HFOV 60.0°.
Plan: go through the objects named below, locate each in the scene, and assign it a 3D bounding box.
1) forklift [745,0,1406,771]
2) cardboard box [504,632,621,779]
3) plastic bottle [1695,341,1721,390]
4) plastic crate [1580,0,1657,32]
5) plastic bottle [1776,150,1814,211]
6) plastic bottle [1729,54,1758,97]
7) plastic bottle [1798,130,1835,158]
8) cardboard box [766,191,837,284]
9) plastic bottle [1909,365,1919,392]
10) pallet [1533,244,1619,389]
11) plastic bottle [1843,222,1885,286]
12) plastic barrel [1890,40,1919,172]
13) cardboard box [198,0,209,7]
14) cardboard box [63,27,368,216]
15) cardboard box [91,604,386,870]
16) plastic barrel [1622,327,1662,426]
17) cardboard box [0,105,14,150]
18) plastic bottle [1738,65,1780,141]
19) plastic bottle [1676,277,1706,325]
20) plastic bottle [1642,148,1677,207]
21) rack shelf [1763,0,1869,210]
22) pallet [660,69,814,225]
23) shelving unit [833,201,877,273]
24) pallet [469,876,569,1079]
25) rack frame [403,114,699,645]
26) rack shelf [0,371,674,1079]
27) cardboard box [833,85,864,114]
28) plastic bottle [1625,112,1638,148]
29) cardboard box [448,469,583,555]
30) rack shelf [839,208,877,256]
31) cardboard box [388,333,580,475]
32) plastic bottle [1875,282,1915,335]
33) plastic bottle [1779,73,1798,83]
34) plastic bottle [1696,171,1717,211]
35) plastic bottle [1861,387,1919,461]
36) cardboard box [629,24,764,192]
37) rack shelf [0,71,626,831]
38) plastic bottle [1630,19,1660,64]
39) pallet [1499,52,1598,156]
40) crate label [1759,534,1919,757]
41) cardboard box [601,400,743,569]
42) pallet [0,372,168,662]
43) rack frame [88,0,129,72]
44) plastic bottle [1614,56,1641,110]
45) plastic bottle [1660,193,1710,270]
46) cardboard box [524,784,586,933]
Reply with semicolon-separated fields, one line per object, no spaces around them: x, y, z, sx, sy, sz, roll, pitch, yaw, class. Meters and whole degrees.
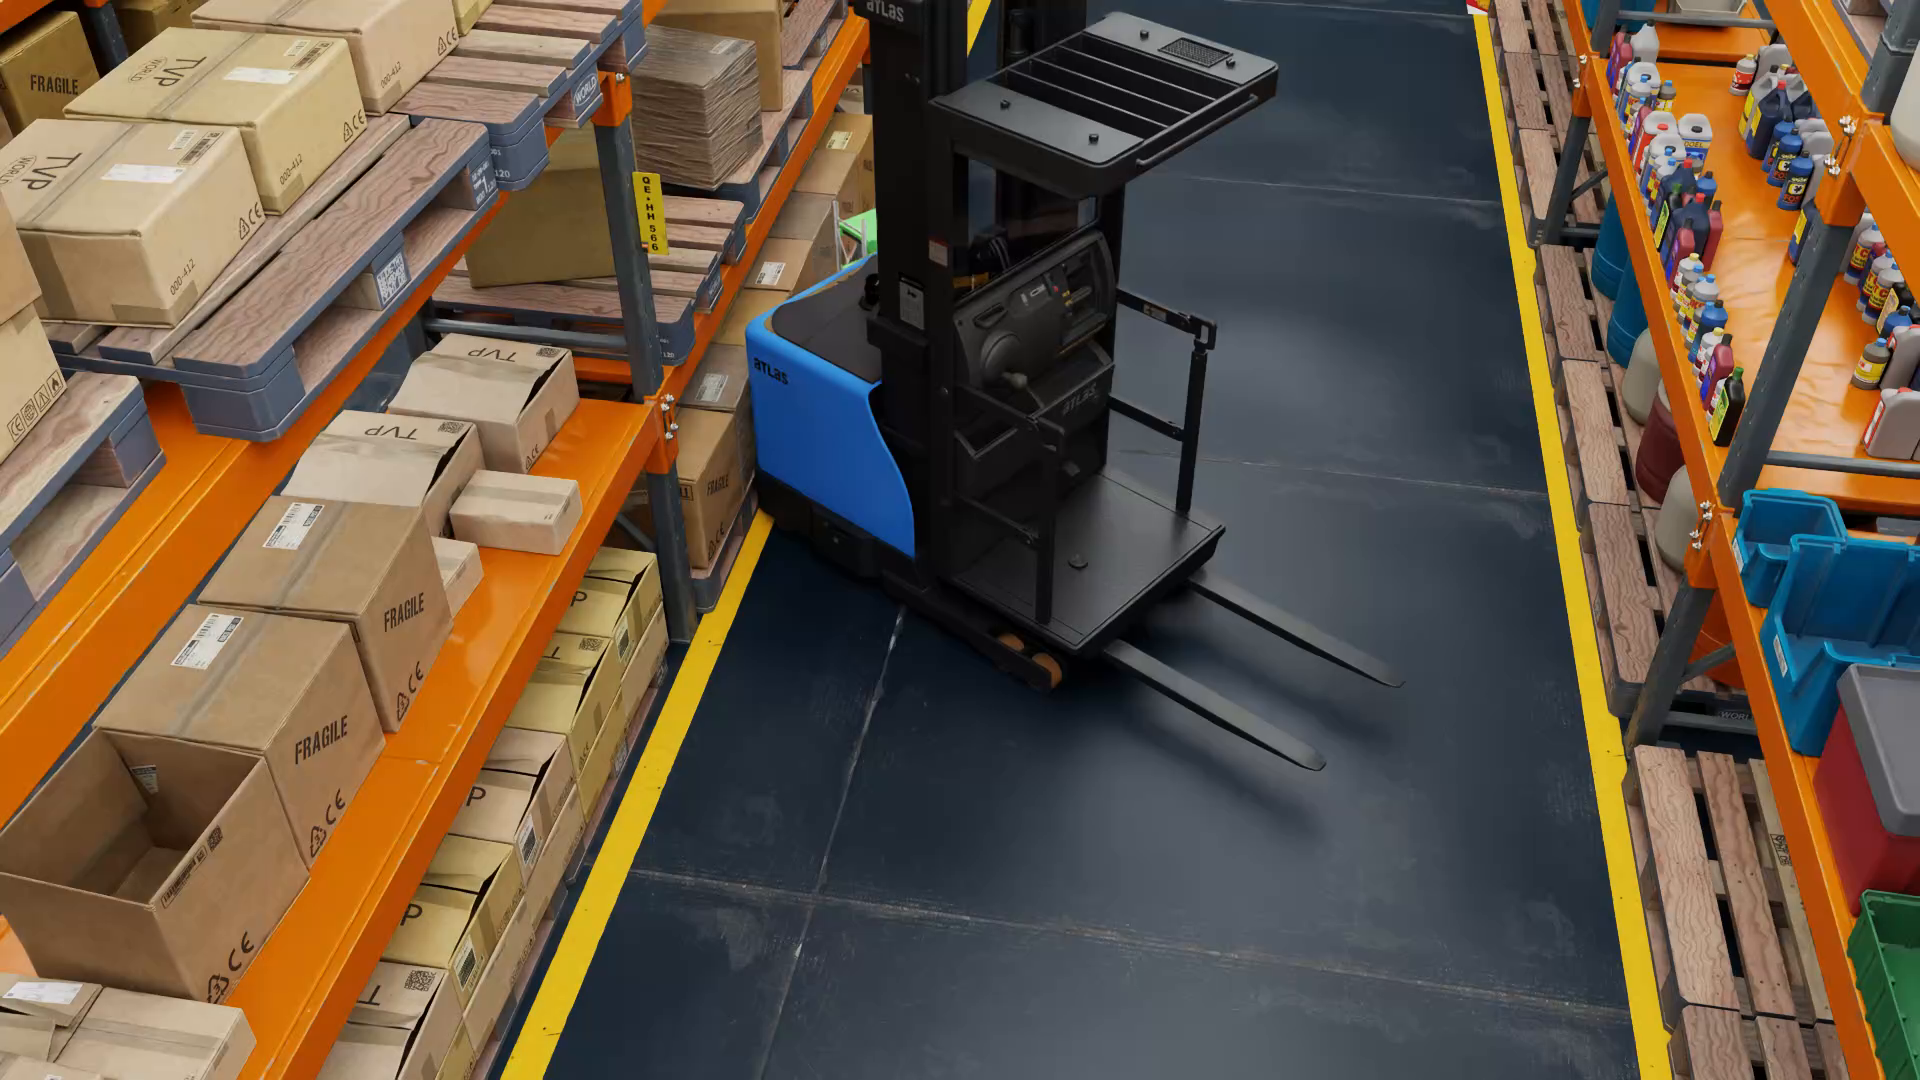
0.471;-0.864;6.592;3.031;2.935;1.130;29;48;31;forklift
-1.595;0.574;6.186;0.500;0.311;0.500;6;40;7;cardboard box
2.942;-0.681;6.473;0.097;0.201;0.097;0;40;0;plastic bottle
3.651;-3.100;9.207;0.392;0.384;0.575;6;40;8;plastic crate
3.817;-1.646;7.584;0.097;0.271;0.097;0;40;0;plastic bottle
4.031;-2.394;8.545;0.097;0.201;0.097;0;40;0;plastic bottle
3.983;-1.791;7.756;0.152;0.276;0.135;6;40;8;plastic bottle
-0.956;-1.541;8.974;0.500;0.500;0.500;7;40;8;cardboard box
3.709;-0.634;6.351;0.061;0.283;0.133;6;40;8;plastic bottle
3.732;-1.198;9.130;1.003;0.211;1.213;6;40;8;pallet
3.854;-1.222;7.072;0.097;0.271;0.097;0;40;0;plastic bottle
2.859;-1.280;4.599;0.421;0.512;0.421;0;40;0;plastic barrel
-5.531;-3.816;11.740;0.700;0.500;0.500;6;40;7;cardboard box
-1.870;-1.071;4.222;0.500;0.250;0.500;6;40;7;cardboard box
-2.029;0.557;4.741;0.500;0.500;0.500;6;40;8;cardboard box
3.487;-0.827;8.115;0.421;0.512;0.421;0;40;0;plastic barrel
-5.986;-2.197;9.508;0.750;0.750;0.750;8;40;9;cardboard box
3.928;-2.136;8.115;0.144;0.351;0.185;6;40;8;plastic bottle
3.026;-0.987;6.842;0.097;0.201;0.097;0;40;0;plastic bottle
3.204;-1.657;7.598;0.097;0.271;0.097;0;40;0;plastic bottle
3.560;-2.376;6.577;1.077;0.370;4.000;6;40;8;rack shelf
-1.332;-1.937;7.986;1.003;0.211;1.213;6;40;8;pallet
-0.332;-1.190;8.343;0.503;1.200;0.258;-28;47;-29;shelving unit
-2.058;1.560;5.794;1.003;0.211;1.213;6;40;8;pallet
-1.664;-0.790;6.448;1.000;3.000;0.127;6;40;8;rack frame
-2.010;0.742;5.160;1.077;0.370;4.000;6;40;8;rack shelf
-0.686;-2.673;10.491;0.500;0.311;0.500;6;40;8;cardboard box
3.307;-2.005;8.074;0.097;0.201;0.097;0;40;0;plastic bottle
-1.547;-0.098;5.809;0.380;0.149;0.250;6;40;8;cardboard box
-0.333;-1.511;8.079;0.480;0.148;0.258;-28;47;-29;rack shelf
-1.770;-0.532;6.207;0.500;0.311;0.500;9;40;10;cardboard box
3.796;-0.947;6.730;0.061;0.283;0.133;6;40;8;plastic bottle
4.093;-2.192;8.241;0.152;0.276;0.135;6;40;8;plastic bottle
3.312;-1.519;7.431;0.097;0.271;0.097;0;40;0;plastic bottle
3.458;-0.446;6.130;0.152;0.276;0.135;6;40;8;plastic bottle
-1.319;-1.951;7.445;0.700;0.500;0.500;14;42;16;cardboard box
-2.010;-0.414;4.204;1.077;0.370;4.000;6;40;8;rack shelf
3.519;-2.522;8.582;0.144;0.351;0.185;6;40;8;plastic bottle
4.204;-2.911;11.202;1.003;0.211;1.213;6;40;8;pallet
2.776;0.338;5.056;0.502;0.435;0.616;6;40;8;crate label
-1.303;-0.250;7.412;0.500;0.500;0.500;8;40;10;cardboard box
-2.216;0.083;3.189;0.805;0.209;1.217;5;40;6;pallet
-5.851;-3.844;10.143;1.000;3.000;0.127;6;40;8;rack frame
3.381;-2.300;8.376;0.097;0.271;0.097;0;40;0;plastic bottle
3.130;-1.336;7.147;0.144;0.351;0.185;6;40;8;plastic bottle
-1.690;1.104;5.986;0.500;0.250;0.500;7;40;9;cardboard box
